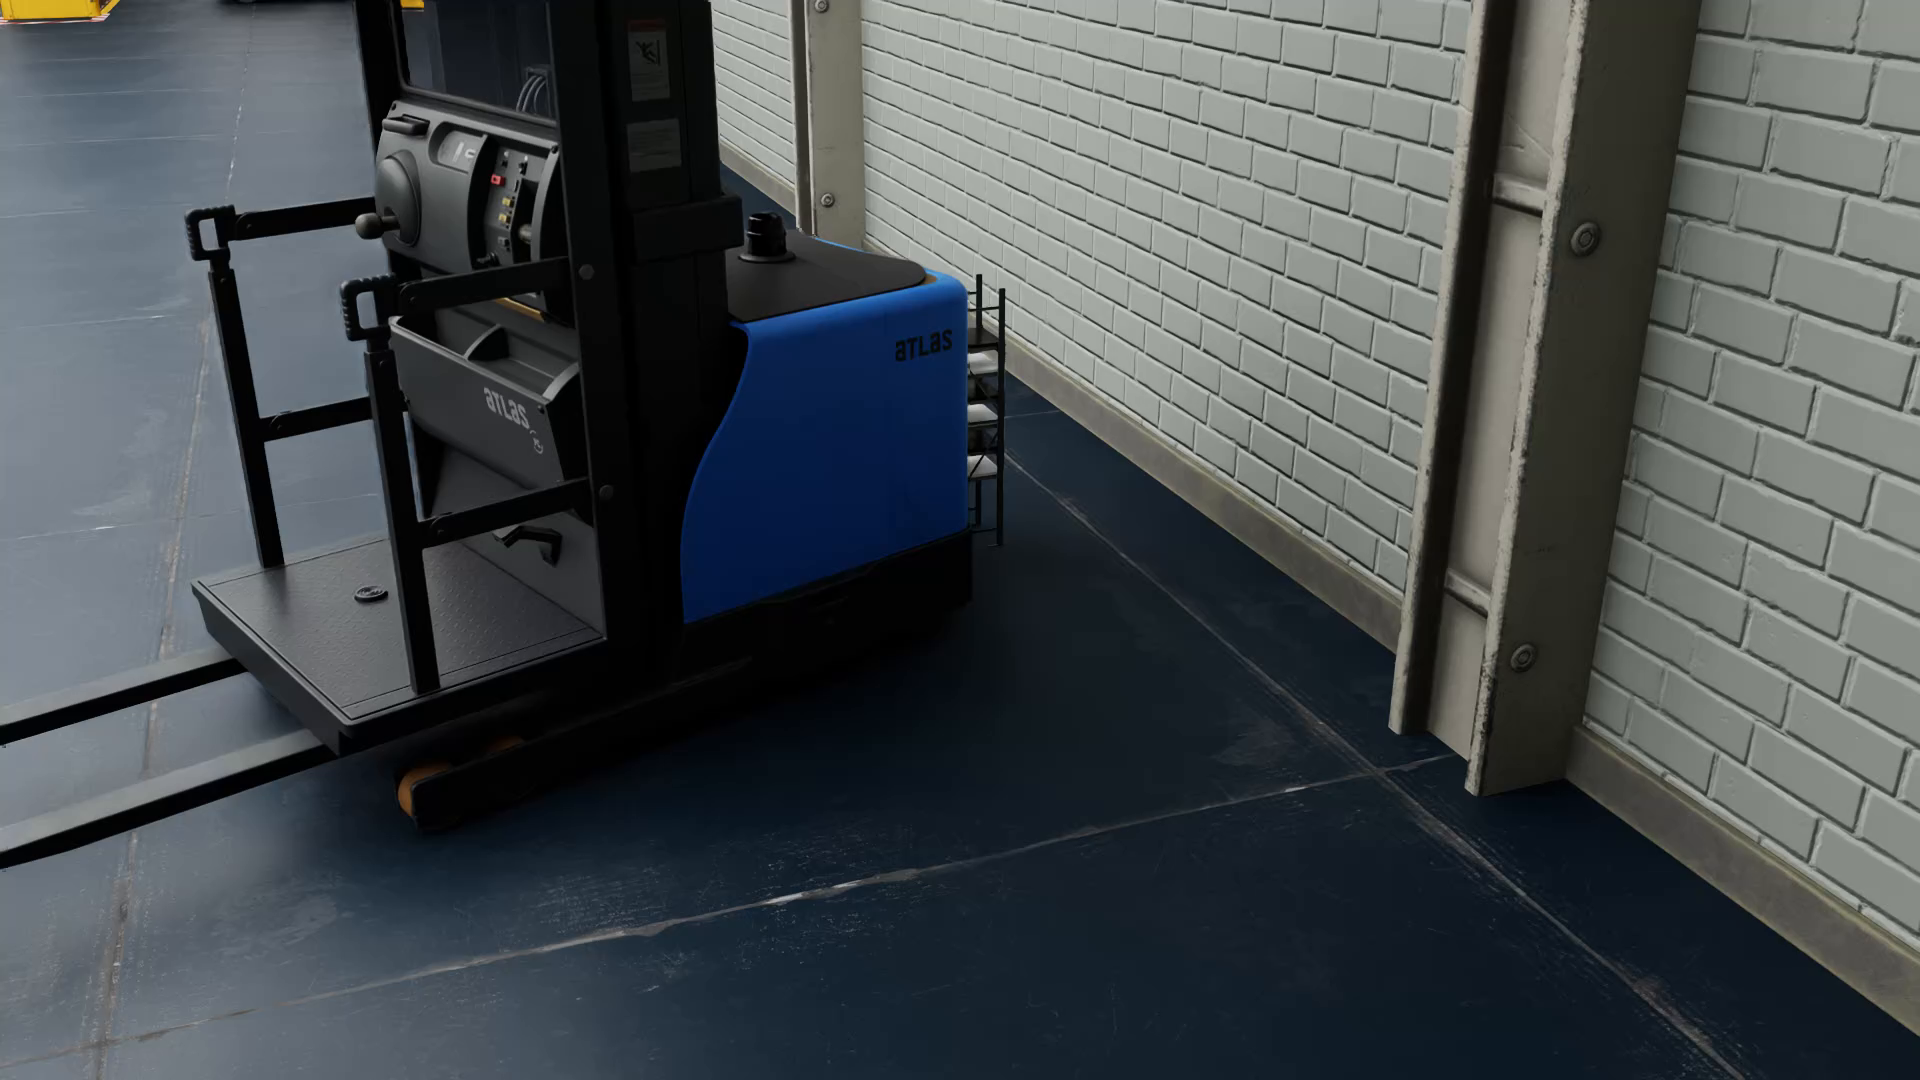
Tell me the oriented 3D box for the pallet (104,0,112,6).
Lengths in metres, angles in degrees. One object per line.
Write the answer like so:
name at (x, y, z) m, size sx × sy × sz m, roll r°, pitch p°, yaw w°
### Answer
pallet at (-13.045, -7.971, 24.390) m, size 1.003 × 0.211 × 1.213 m, roll -8°, pitch 24°, yaw -19°

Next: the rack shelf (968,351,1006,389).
rack shelf at (-0.003, -0.553, 5.525) m, size 0.258 × 0.077 × 0.200 m, roll -8°, pitch 24°, yaw -19°

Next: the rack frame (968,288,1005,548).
rack frame at (0.033, -0.381, 5.495) m, size 0.240 × 0.900 × 0.006 m, roll -8°, pitch 24°, yaw -19°

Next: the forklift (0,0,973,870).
forklift at (-1.403, -0.873, 4.048) m, size 3.031 × 2.935 × 1.130 m, roll -19°, pitch 29°, yaw -37°

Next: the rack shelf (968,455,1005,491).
rack shelf at (-0.003, -0.221, 5.665) m, size 0.258 × 0.077 × 0.200 m, roll -8°, pitch 24°, yaw -19°

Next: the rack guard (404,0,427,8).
rack guard at (-7.686, -8.008, 24.105) m, size 1.175 × 0.500 × 0.348 m, roll -8°, pitch 24°, yaw -19°

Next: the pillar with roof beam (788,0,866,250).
pillar with roof beam at (-4.766, -5.178, 6.450) m, size 9.100 × 9.000 × 0.400 m, roll -8°, pitch 24°, yaw -19°

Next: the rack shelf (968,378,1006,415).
rack shelf at (-0.003, -0.470, 5.560) m, size 0.258 × 0.077 × 0.200 m, roll -8°, pitch 24°, yaw -19°

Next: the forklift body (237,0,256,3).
forklift body at (-10.071, -9.216, 24.846) m, size 2.313 × 2.155 × 1.214 m, roll -8°, pitch 24°, yaw -19°

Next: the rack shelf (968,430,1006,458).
rack shelf at (-0.003, -0.304, 5.630) m, size 0.258 × 0.077 × 0.200 m, roll -8°, pitch 24°, yaw -19°

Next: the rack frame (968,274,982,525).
rack frame at (-0.039, -0.455, 5.670) m, size 0.240 × 0.900 × 0.006 m, roll -8°, pitch 24°, yaw -19°

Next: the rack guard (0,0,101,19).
rack guard at (-12.364, -7.361, 22.572) m, size 1.175 × 0.500 × 0.348 m, roll -8°, pitch 24°, yaw -19°

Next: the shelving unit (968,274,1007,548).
shelving unit at (-0.003, -0.418, 5.582) m, size 0.258 × 0.900 × 0.210 m, roll -8°, pitch 24°, yaw -19°

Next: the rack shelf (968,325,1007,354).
rack shelf at (-0.003, -0.636, 5.490) m, size 0.258 × 0.077 × 0.200 m, roll -8°, pitch 24°, yaw -19°

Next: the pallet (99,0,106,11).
pallet at (-12.617, -7.528, 23.340) m, size 1.003 × 0.211 × 1.213 m, roll -8°, pitch 24°, yaw -19°

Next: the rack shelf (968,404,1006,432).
rack shelf at (-0.003, -0.387, 5.595) m, size 0.258 × 0.077 × 0.200 m, roll -8°, pitch 24°, yaw -19°

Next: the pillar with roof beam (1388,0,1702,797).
pillar with roof beam at (-2.646, -2.998, 1.277) m, size 9.100 × 9.000 × 0.400 m, roll -8°, pitch 24°, yaw -19°
